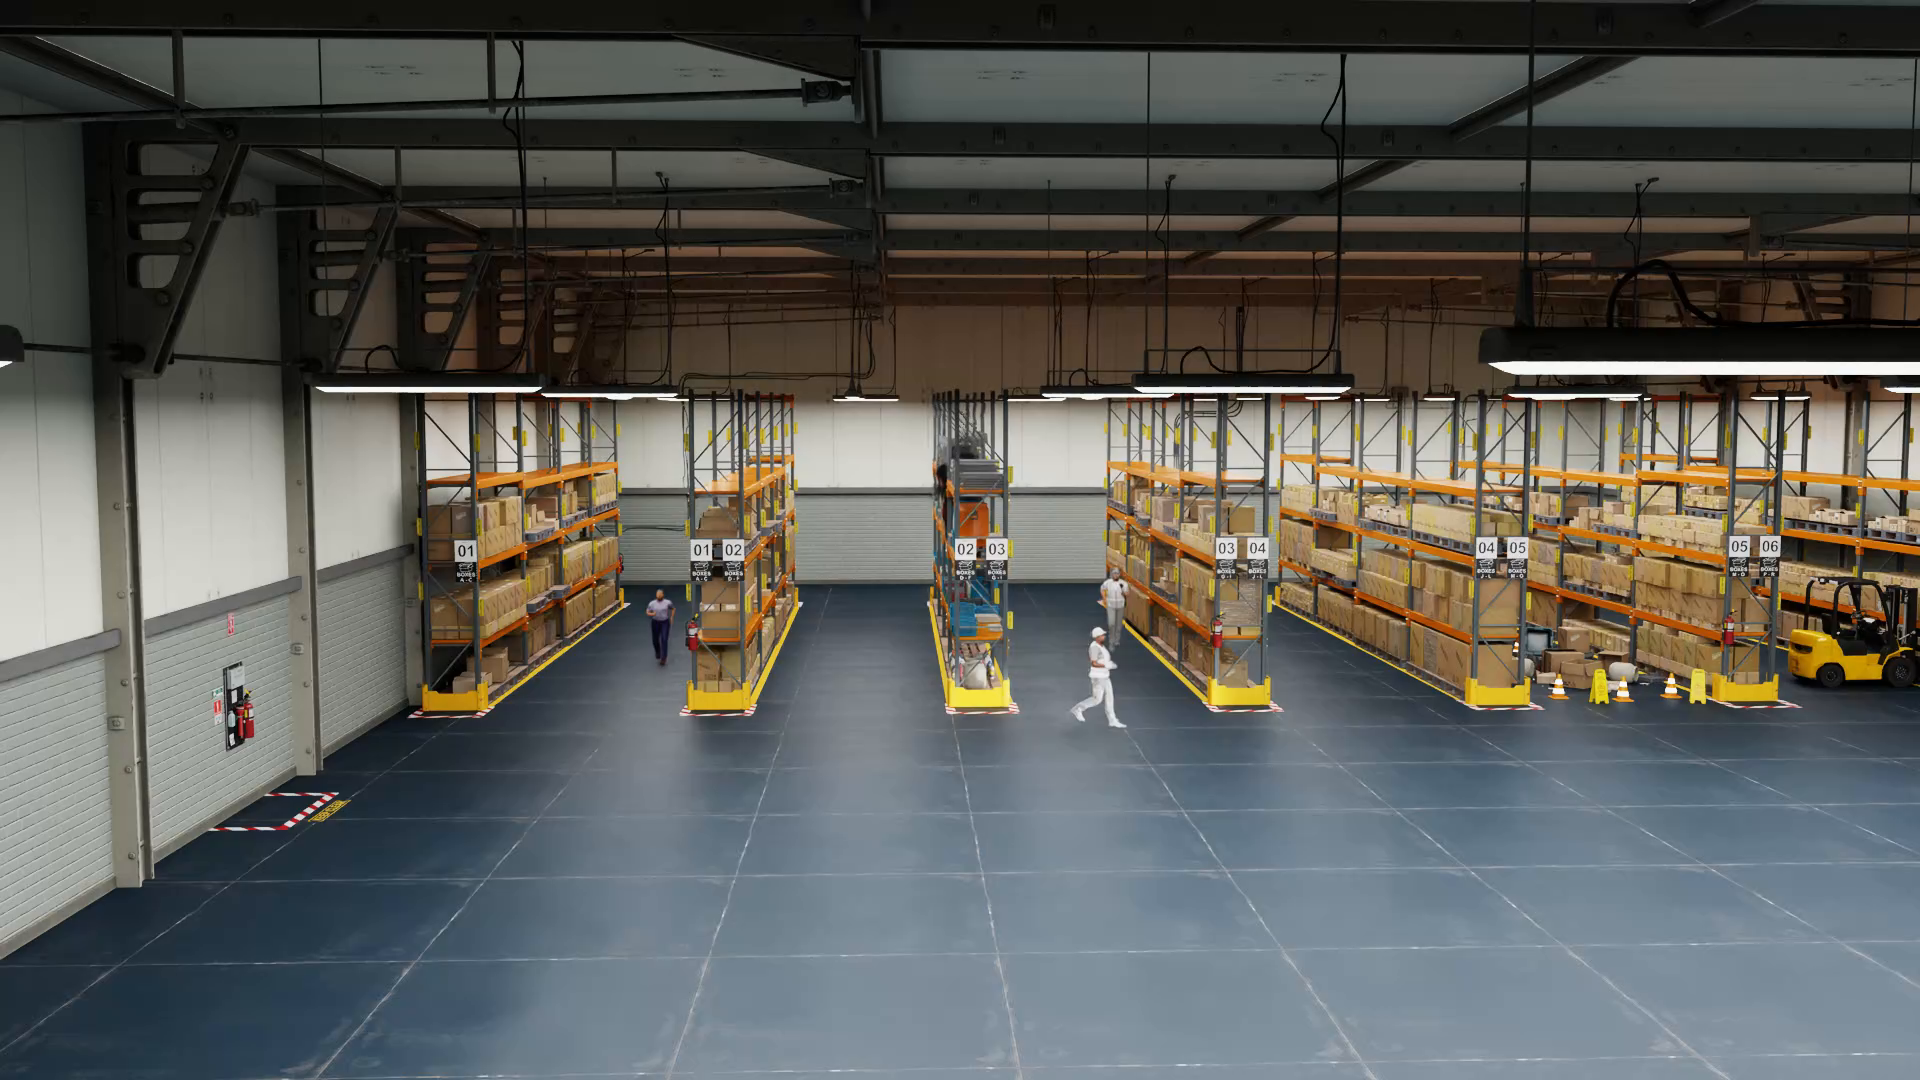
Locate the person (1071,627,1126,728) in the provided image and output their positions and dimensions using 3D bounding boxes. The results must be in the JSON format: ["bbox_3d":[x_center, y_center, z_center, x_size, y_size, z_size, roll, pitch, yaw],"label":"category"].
[{"bbox_3d":[2.450,2.427,29.336,0.974,1.778,0.683,1,5,17],"label":"person"}]

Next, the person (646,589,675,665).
[{"bbox_3d":[-6.612,1.902,36.718,0.607,1.613,0.941,0,5,-4],"label":"person"}]

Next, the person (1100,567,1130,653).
[{"bbox_3d":[3.479,1.556,37.166,0.638,1.912,0.707,0,5,-2],"label":"person"}]
